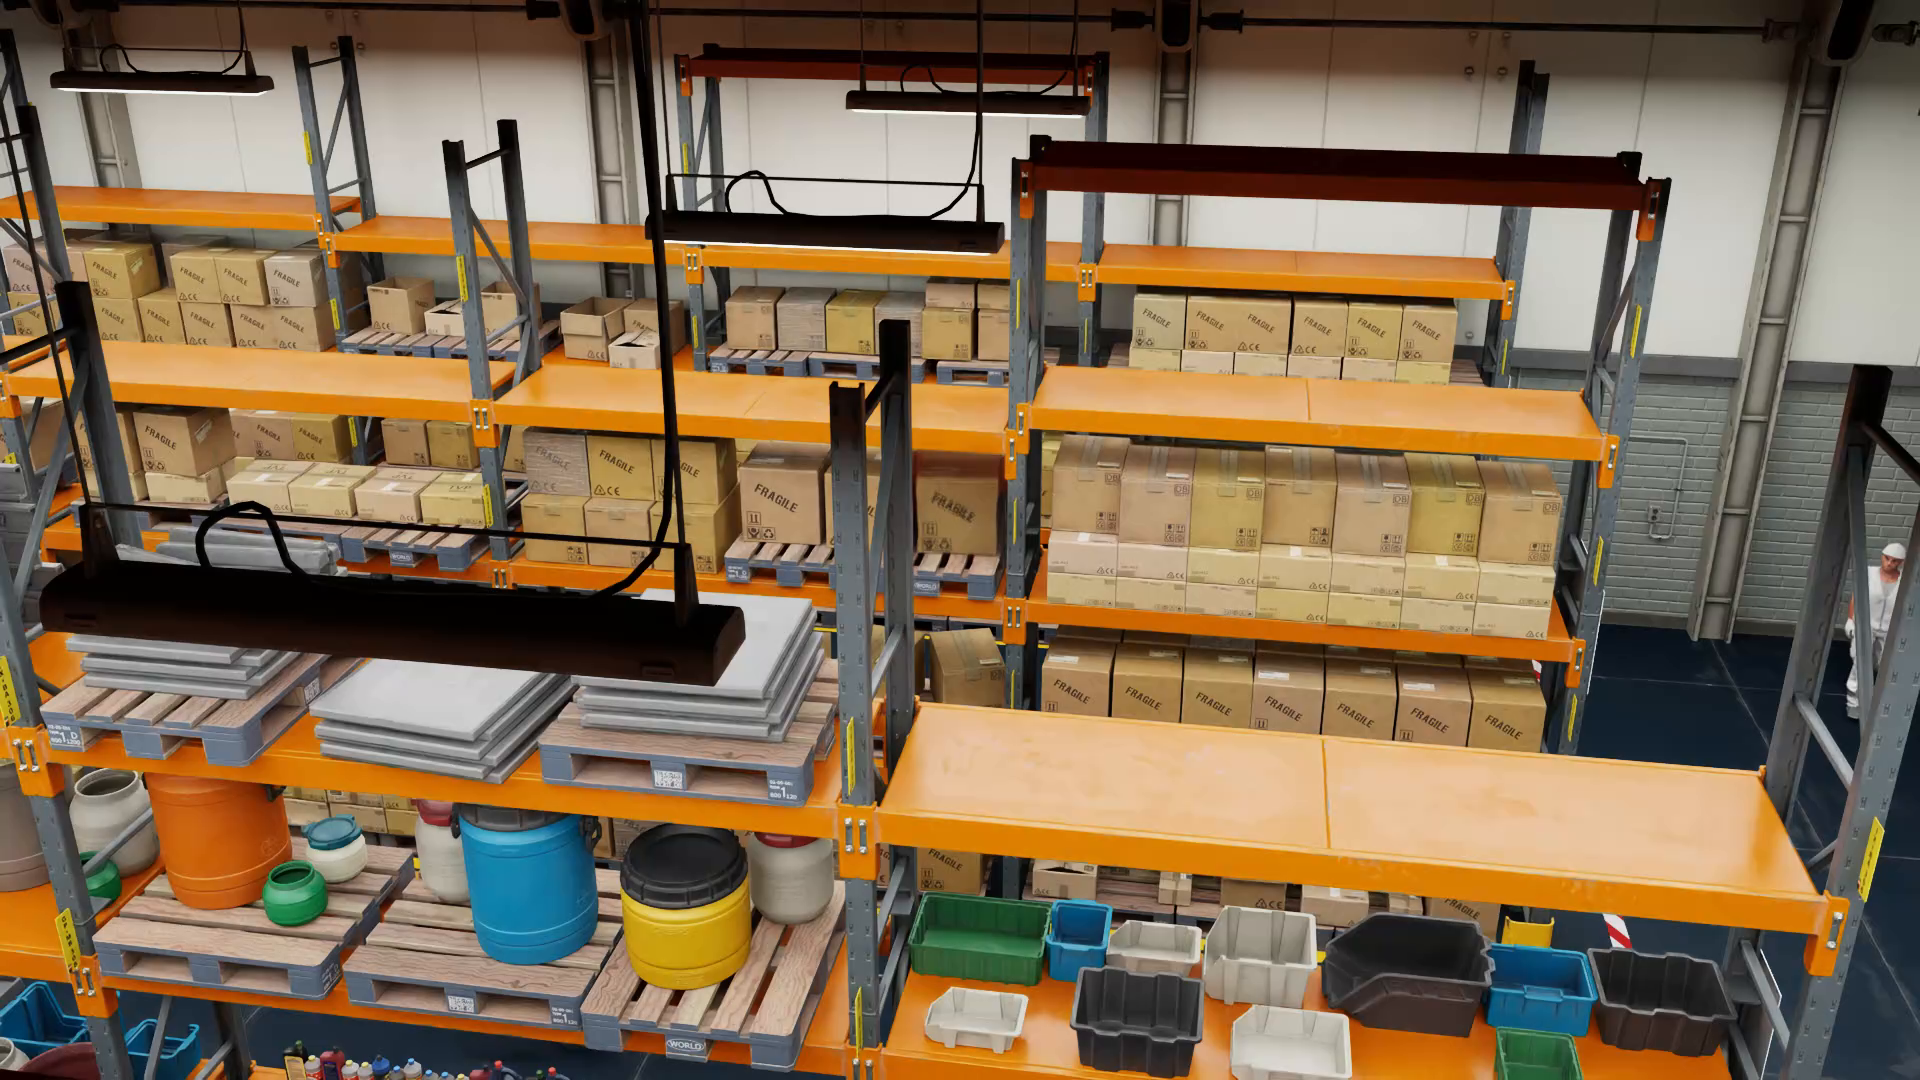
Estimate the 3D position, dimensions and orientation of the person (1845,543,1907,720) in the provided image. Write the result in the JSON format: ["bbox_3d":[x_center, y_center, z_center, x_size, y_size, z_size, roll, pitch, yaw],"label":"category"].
[{"bbox_3d":[8.881,0.820,16.130,0.510,1.775,0.785,5,23,11],"label":"person"}]
